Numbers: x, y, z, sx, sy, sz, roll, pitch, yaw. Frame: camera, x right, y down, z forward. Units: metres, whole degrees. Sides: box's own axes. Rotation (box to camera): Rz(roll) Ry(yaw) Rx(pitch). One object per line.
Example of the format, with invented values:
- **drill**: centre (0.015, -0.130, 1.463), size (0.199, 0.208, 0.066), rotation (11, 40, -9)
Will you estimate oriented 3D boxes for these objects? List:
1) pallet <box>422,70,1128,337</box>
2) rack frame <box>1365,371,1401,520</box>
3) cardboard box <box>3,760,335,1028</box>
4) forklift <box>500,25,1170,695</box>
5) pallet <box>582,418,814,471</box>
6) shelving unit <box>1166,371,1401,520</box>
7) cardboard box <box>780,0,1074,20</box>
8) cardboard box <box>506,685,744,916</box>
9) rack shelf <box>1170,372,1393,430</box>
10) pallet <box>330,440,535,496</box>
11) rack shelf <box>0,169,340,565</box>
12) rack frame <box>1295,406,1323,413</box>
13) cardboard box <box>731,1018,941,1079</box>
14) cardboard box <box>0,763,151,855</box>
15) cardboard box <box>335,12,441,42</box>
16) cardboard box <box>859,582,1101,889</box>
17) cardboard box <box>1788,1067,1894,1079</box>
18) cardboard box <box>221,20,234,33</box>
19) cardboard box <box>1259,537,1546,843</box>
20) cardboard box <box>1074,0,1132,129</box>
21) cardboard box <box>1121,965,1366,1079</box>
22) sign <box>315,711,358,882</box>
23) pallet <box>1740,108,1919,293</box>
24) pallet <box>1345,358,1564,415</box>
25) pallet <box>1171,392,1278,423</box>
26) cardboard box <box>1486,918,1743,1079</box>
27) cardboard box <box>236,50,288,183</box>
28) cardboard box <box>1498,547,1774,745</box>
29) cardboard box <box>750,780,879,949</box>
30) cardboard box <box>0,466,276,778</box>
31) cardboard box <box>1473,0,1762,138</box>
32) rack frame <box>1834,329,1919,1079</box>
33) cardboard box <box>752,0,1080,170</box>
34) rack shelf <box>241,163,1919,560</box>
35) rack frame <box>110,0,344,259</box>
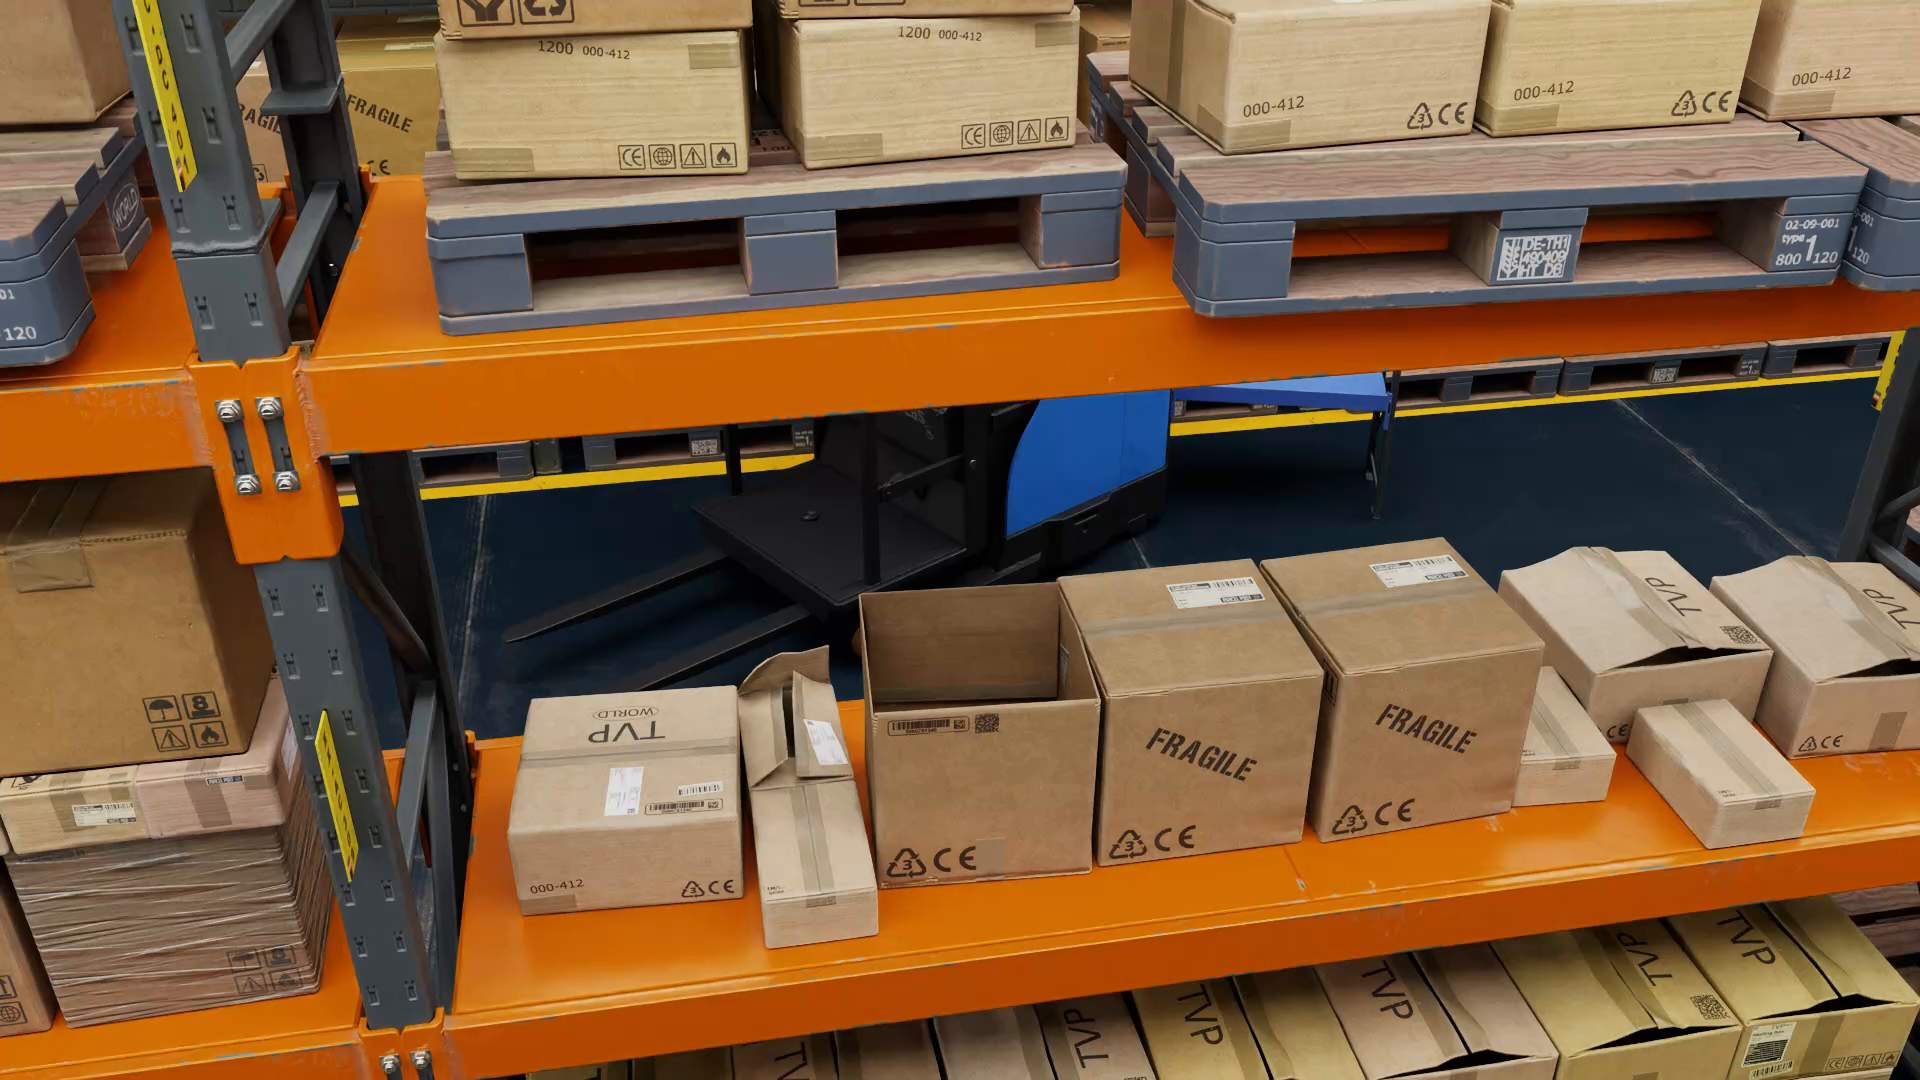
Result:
- **pallet**: centre (-0.379, -0.694, 3.200), size (1.217, 0.209, 0.805), rotation (-7, 31, -11)
- **rack frame**: centre (2.014, -0.869, 7.748), size (0.032, 1.500, 0.500), rotation (4, 31, 6)
- **cardboard box**: centre (-1.680, 0.604, 3.664), size (0.500, 0.500, 0.700), rotation (-6, 31, -10)
- **forklift**: centre (-0.476, -1.057, 6.656), size (3.031, 2.935, 1.130), rotation (-23, 38, -34)
- **pallet**: centre (-1.375, -0.736, 8.793), size (1.213, 0.211, 1.003), rotation (-5, 31, -9)
- **shelving unit**: centre (1.510, -0.902, 7.804), size (1.048, 1.500, 0.538), rotation (4, 31, 6)
- **cardboard box**: centre (-0.075, -1.229, 2.916), size (0.500, 0.500, 0.500), rotation (-2, 31, -4)
- **cardboard box**: centre (-0.768, 0.602, 3.916), size (0.500, 0.250, 0.500), rotation (-3, 31, -6)
- **rack shelf**: centre (1.510, -0.747, 7.896), size (1.000, 0.185, 0.538), rotation (4, 31, 6)
- **pallet**: centre (-2.795, -0.585, 8.536), size (1.213, 0.211, 1.003), rotation (-5, 31, -9)
- **rack shelf**: centre (-3.212, -0.197, 2.876), size (4.000, 0.370, 1.077), rotation (-5, 31, -9)
- **rack frame**: centre (1.794, -2.231, 8.585), size (0.127, 3.000, 1.000), rotation (-5, 31, -9)
- **cardboard box**: centre (-0.300, 1.410, 4.139), size (0.500, 0.311, 0.500), rotation (-6, 31, -10)
- **cardboard box**: centre (-1.717, 0.434, 3.314), size (0.250, 0.149, 0.380), rotation (-6, 31, -10)
- **cardboard box**: centre (-2.641, -2.194, 7.911), size (0.500, 0.500, 0.500), rotation (-6, 31, -10)
- **cardboard box**: centre (0.032, 0.450, 3.926), size (0.500, 0.500, 0.500), rotation (-3, 31, -5)
- **cardboard box**: centre (2.216, 1.412, 4.687), size (0.500, 0.250, 0.500), rotation (-5, 31, -8)
- **cardboard box**: centre (-3.641, -2.106, 7.761), size (0.500, 0.500, 0.500), rotation (-4, 31, -8)
- **cardboard box**: centre (1.042, 0.357, 4.085), size (0.500, 0.500, 0.500), rotation (-7, 31, -12)
- **cardboard box**: centre (0.789, -2.351, 8.257), size (0.500, 0.500, 0.700), rotation (-8, 31, -14)
- **cardboard box**: centre (0.719, 1.312, 4.305), size (0.500, 0.311, 0.500), rotation (-4, 31, -8)
- **sign**: centre (-1.143, 0.473, 3.054), size (0.005, 0.325, 0.100), rotation (-5, 31, -9)
- **pallet**: centre (2.038, -0.867, 3.491), size (1.003, 0.211, 1.213), rotation (-4, 31, -7)
- **pallet**: centre (2.583, -1.063, 9.350), size (1.213, 0.211, 1.003), rotation (-5, 31, -9)
- **pallet**: centre (1.025, -0.958, 9.172), size (1.213, 0.211, 1.003), rotation (-5, 31, -9)
- **cardboard box**: centre (1.709, 1.222, 4.457), size (0.500, 0.311, 0.500), rotation (-6, 31, -10)
- **cardboard box**: centre (-3.040, -1.887, 7.389), size (0.500, 0.500, 0.500), rotation (-5, 31, -9)
- **cardboard box**: centre (1.775, 0.262, 4.433), size (0.500, 0.311, 0.500), rotation (-6, 31, -10)
- **cardboard box**: centre (-0.336, 0.733, 3.792), size (0.250, 0.149, 0.380), rotation (-5, 31, -9)
- **cardboard box**: centre (-1.680, 0.045, 3.336), size (0.500, 0.500, 0.700), rotation (-5, 31, -9)
- **cardboard box**: centre (1.177, -0.998, 3.262), size (0.500, 0.250, 0.500), rotation (-6, 31, -10)
- **rack frame**: centre (2.690, 0.238, 4.385), size (0.127, 3.000, 1.000), rotation (-5, 31, -9)
- **cardboard box**: centre (-0.097, -0.909, 3.110), size (0.500, 0.250, 0.500), rotation (-8, 31, -14)
- **rack shelf**: centre (0.723, -0.562, 3.497), size (4.000, 0.370, 1.077), rotation (-5, 31, -9)
- **rack frame**: centre (-1.245, -1.982, 2.243), size (0.127, 3.000, 1.000), rotation (-5, 31, -9)
